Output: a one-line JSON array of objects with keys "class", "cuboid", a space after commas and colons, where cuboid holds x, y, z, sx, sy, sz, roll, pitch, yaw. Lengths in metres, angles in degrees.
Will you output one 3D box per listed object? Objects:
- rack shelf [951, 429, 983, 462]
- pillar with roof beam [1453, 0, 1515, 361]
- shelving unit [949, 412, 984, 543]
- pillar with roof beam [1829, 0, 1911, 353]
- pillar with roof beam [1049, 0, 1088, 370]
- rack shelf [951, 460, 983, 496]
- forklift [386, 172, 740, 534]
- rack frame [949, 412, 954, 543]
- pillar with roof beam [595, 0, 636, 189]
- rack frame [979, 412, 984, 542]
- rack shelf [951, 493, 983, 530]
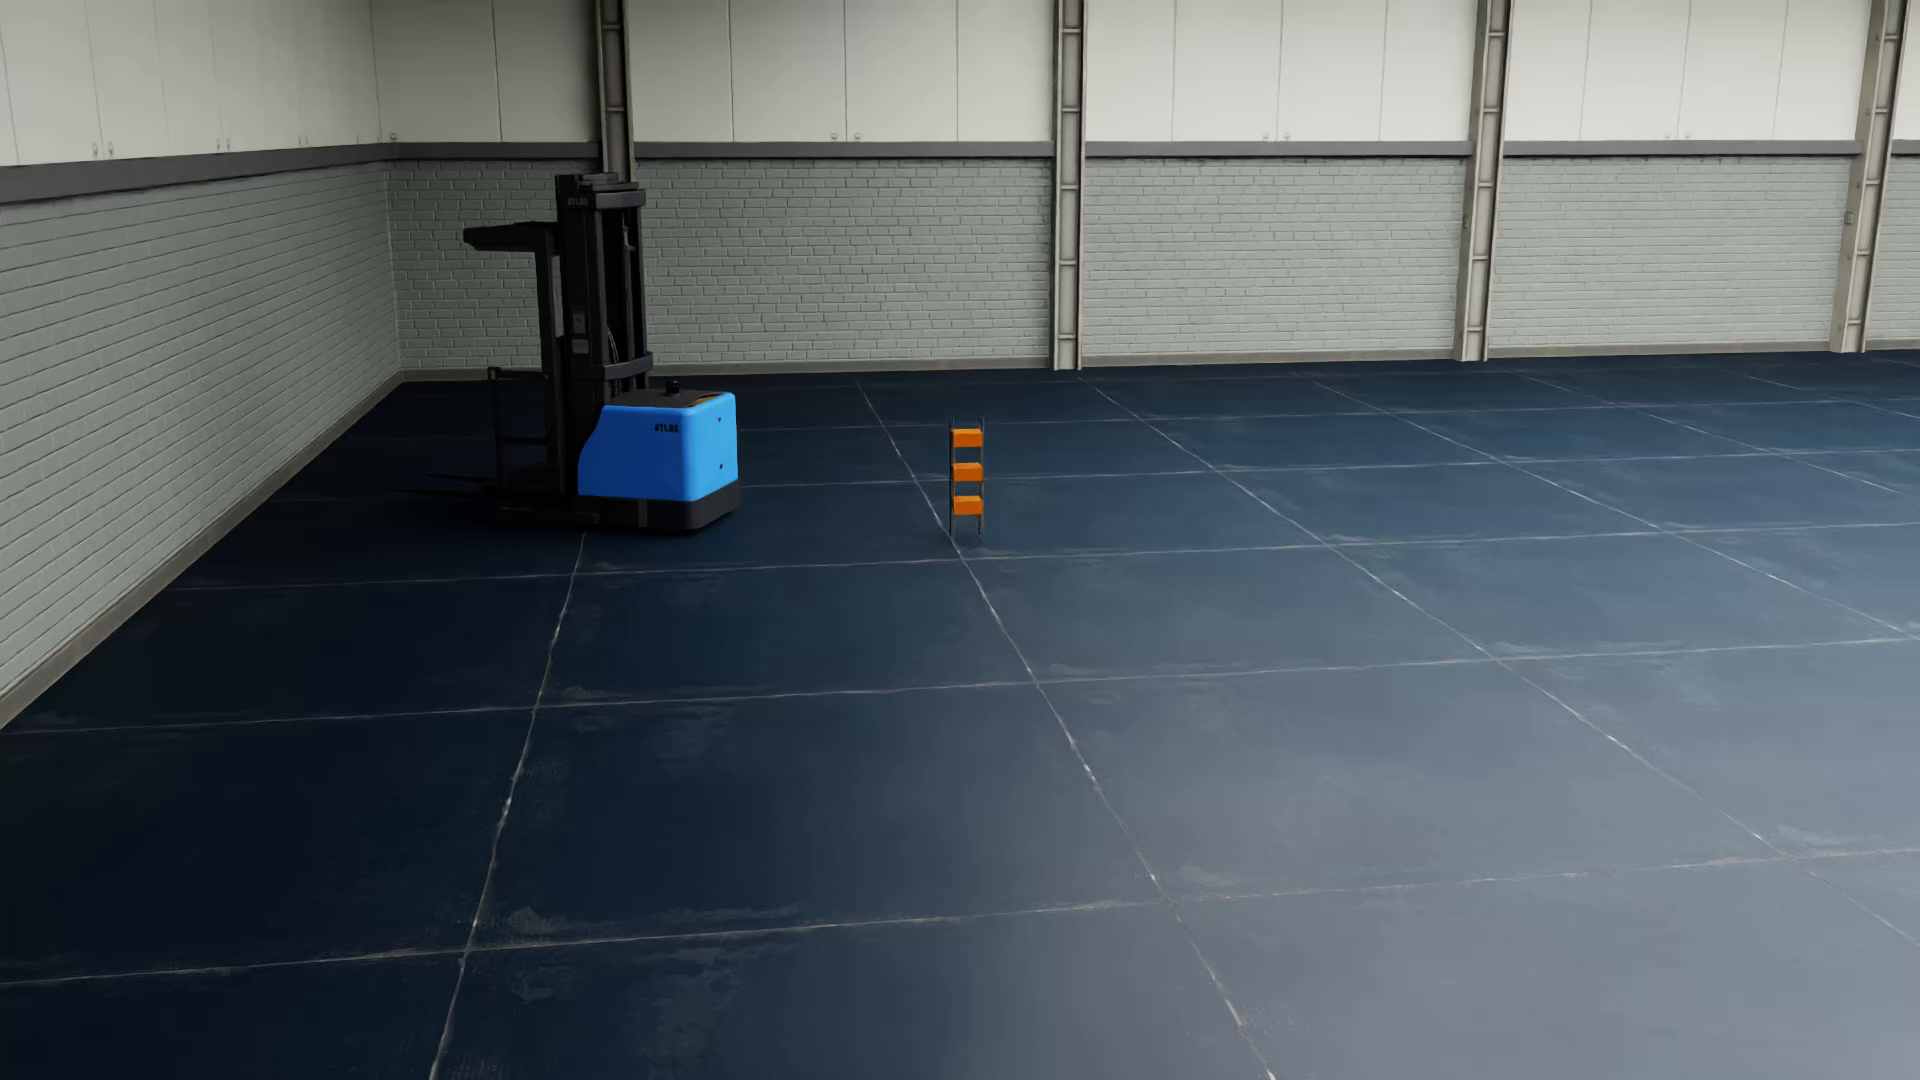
[{"class": "rack shelf", "cuboid": [0.053, -0.776, 13.535, 0.240, 0.259, 0.215, -2, 14, -8]}, {"class": "pillar with roof beam", "cuboid": [8.049, -5.950, 18.947, 0.400, 9.000, 9.100, -2, 14, -8]}, {"class": "shelving unit", "cuboid": [0.053, -0.511, 13.602, 0.252, 1.050, 0.215, -2, 14, -8]}, {"class": "pillar with roof beam", "cuboid": [13.982, -6.167, 19.814, 0.400, 9.000, 9.100, -2, 14, -8]}, {"class": "pillar with roof beam", "cuboid": [2.116, -5.732, 18.080, 0.400, 9.000, 9.100, -2, 14, -8]}, {"class": "rack shelf", "cuboid": [0.053, -0.501, 13.604, 0.240, 0.259, 0.215, -2, 14, -8]}, {"class": "forklift", "cuboid": [-3.509, -1.648, 14.267, 3.031, 2.935, 1.130, 4, 15, 14]}, {"class": "rack frame", "cuboid": [-0.068, -0.507, 13.584, 0.008, 1.050, 0.200, -2, 14, -8]}, {"class": "pillar with roof beam", "cuboid": [-3.817, -5.515, 17.213, 0.400, 9.000, 9.100, -2, 14, -8]}, {"class": "rack frame", "cuboid": [0.174, -0.516, 13.619, 0.008, 1.050, 0.200, -2, 14, -8]}, {"class": "rack shelf", "cuboid": [0.053, -0.231, 13.672, 0.240, 0.259, 0.215, -2, 14, -8]}]
